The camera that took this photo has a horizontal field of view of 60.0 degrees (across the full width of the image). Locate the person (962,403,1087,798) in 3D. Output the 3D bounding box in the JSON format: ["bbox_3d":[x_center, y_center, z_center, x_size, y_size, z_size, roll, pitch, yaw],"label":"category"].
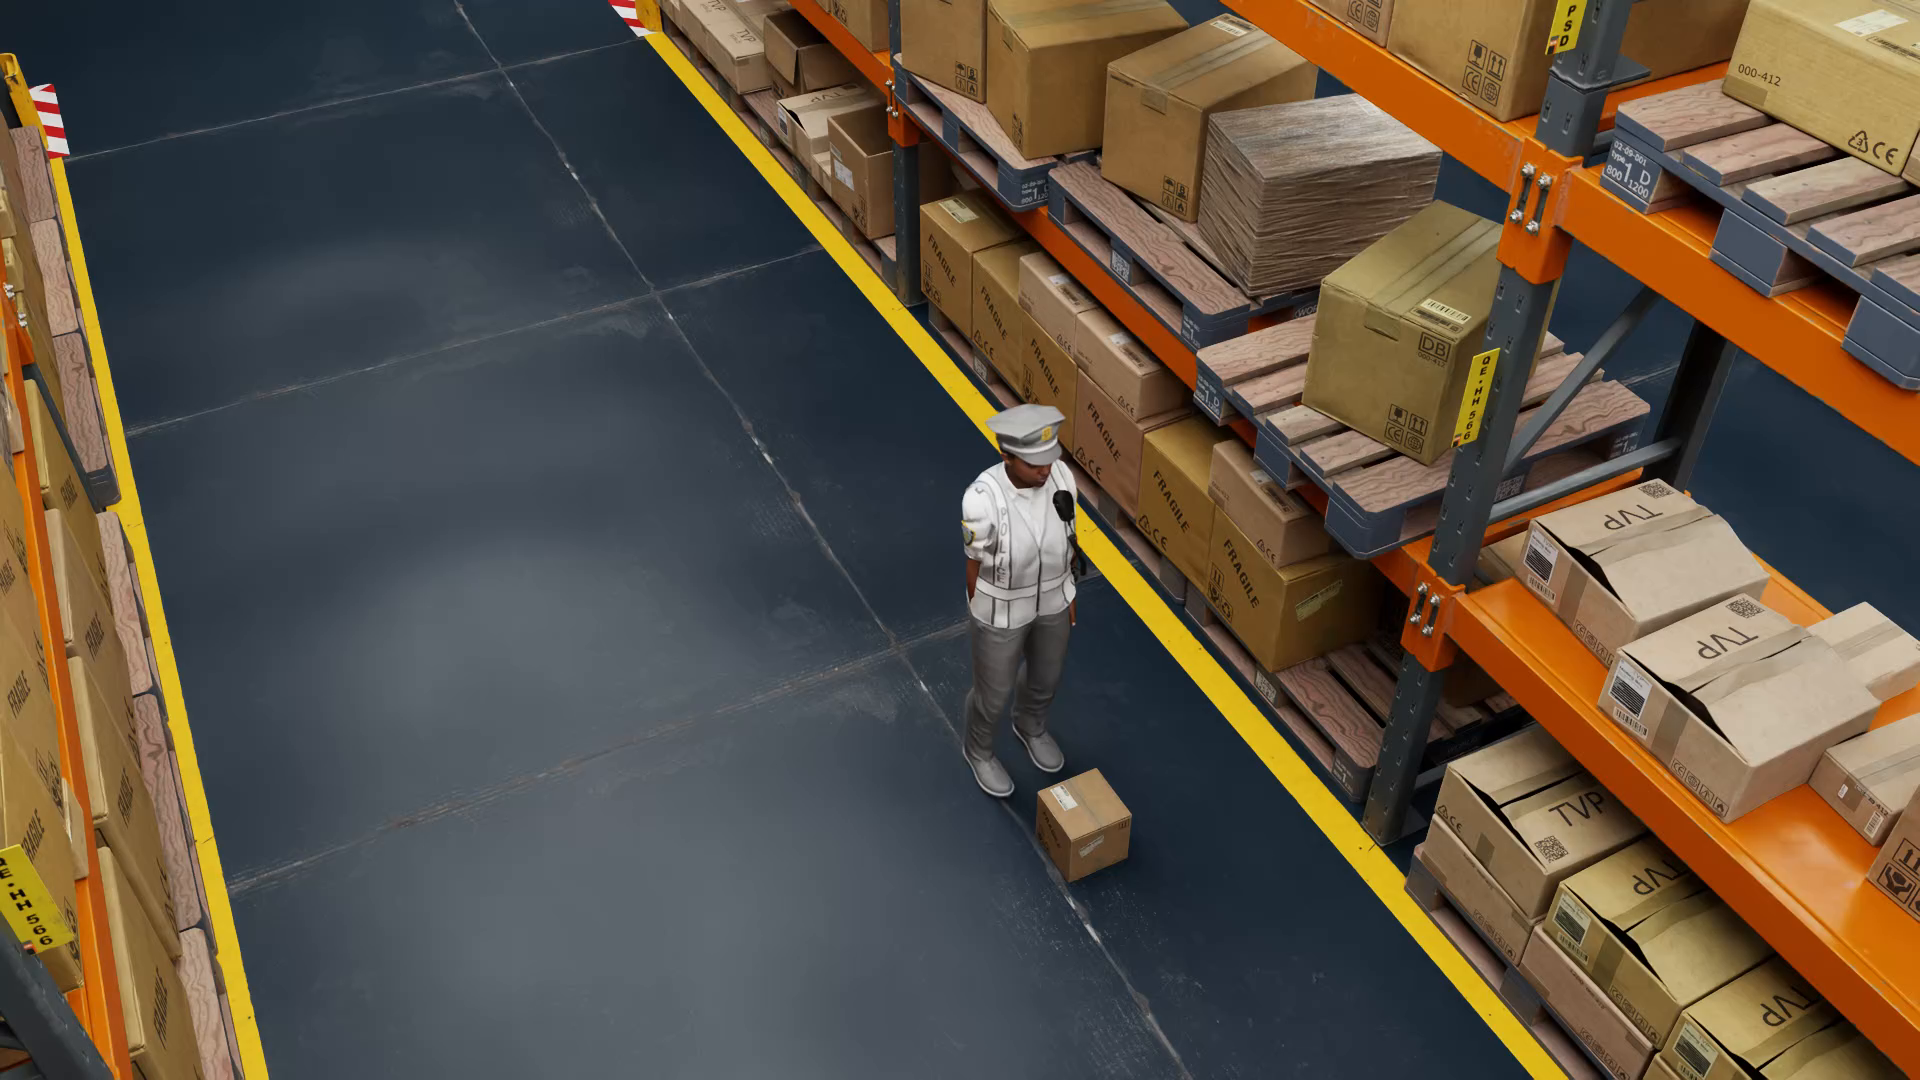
[{"bbox_3d":[0.228,0.227,5.897,0.436,1.679,0.341,-19,45,-20],"label":"person"}]
